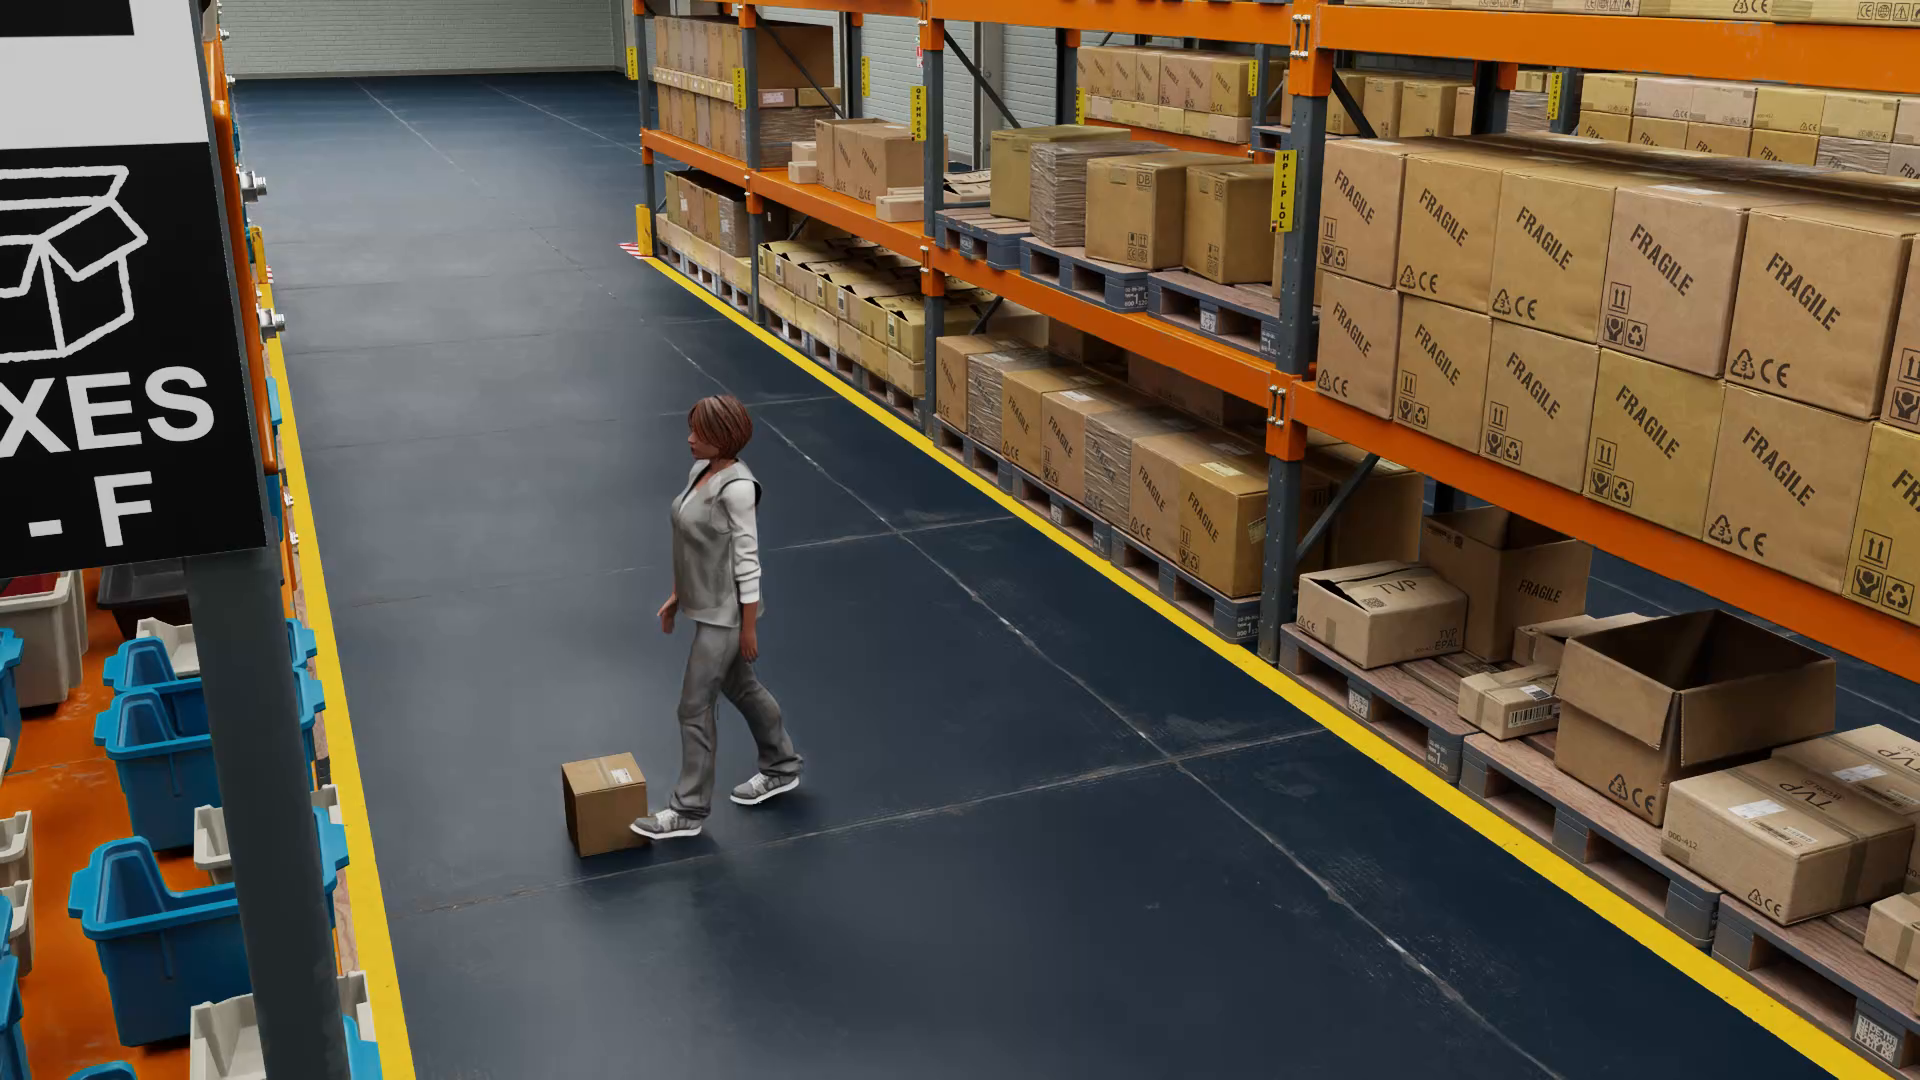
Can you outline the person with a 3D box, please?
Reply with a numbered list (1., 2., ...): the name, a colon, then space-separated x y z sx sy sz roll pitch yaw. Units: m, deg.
1. person: -0.886 0.262 5.841 0.690 1.582 0.419 -8 21 -21
